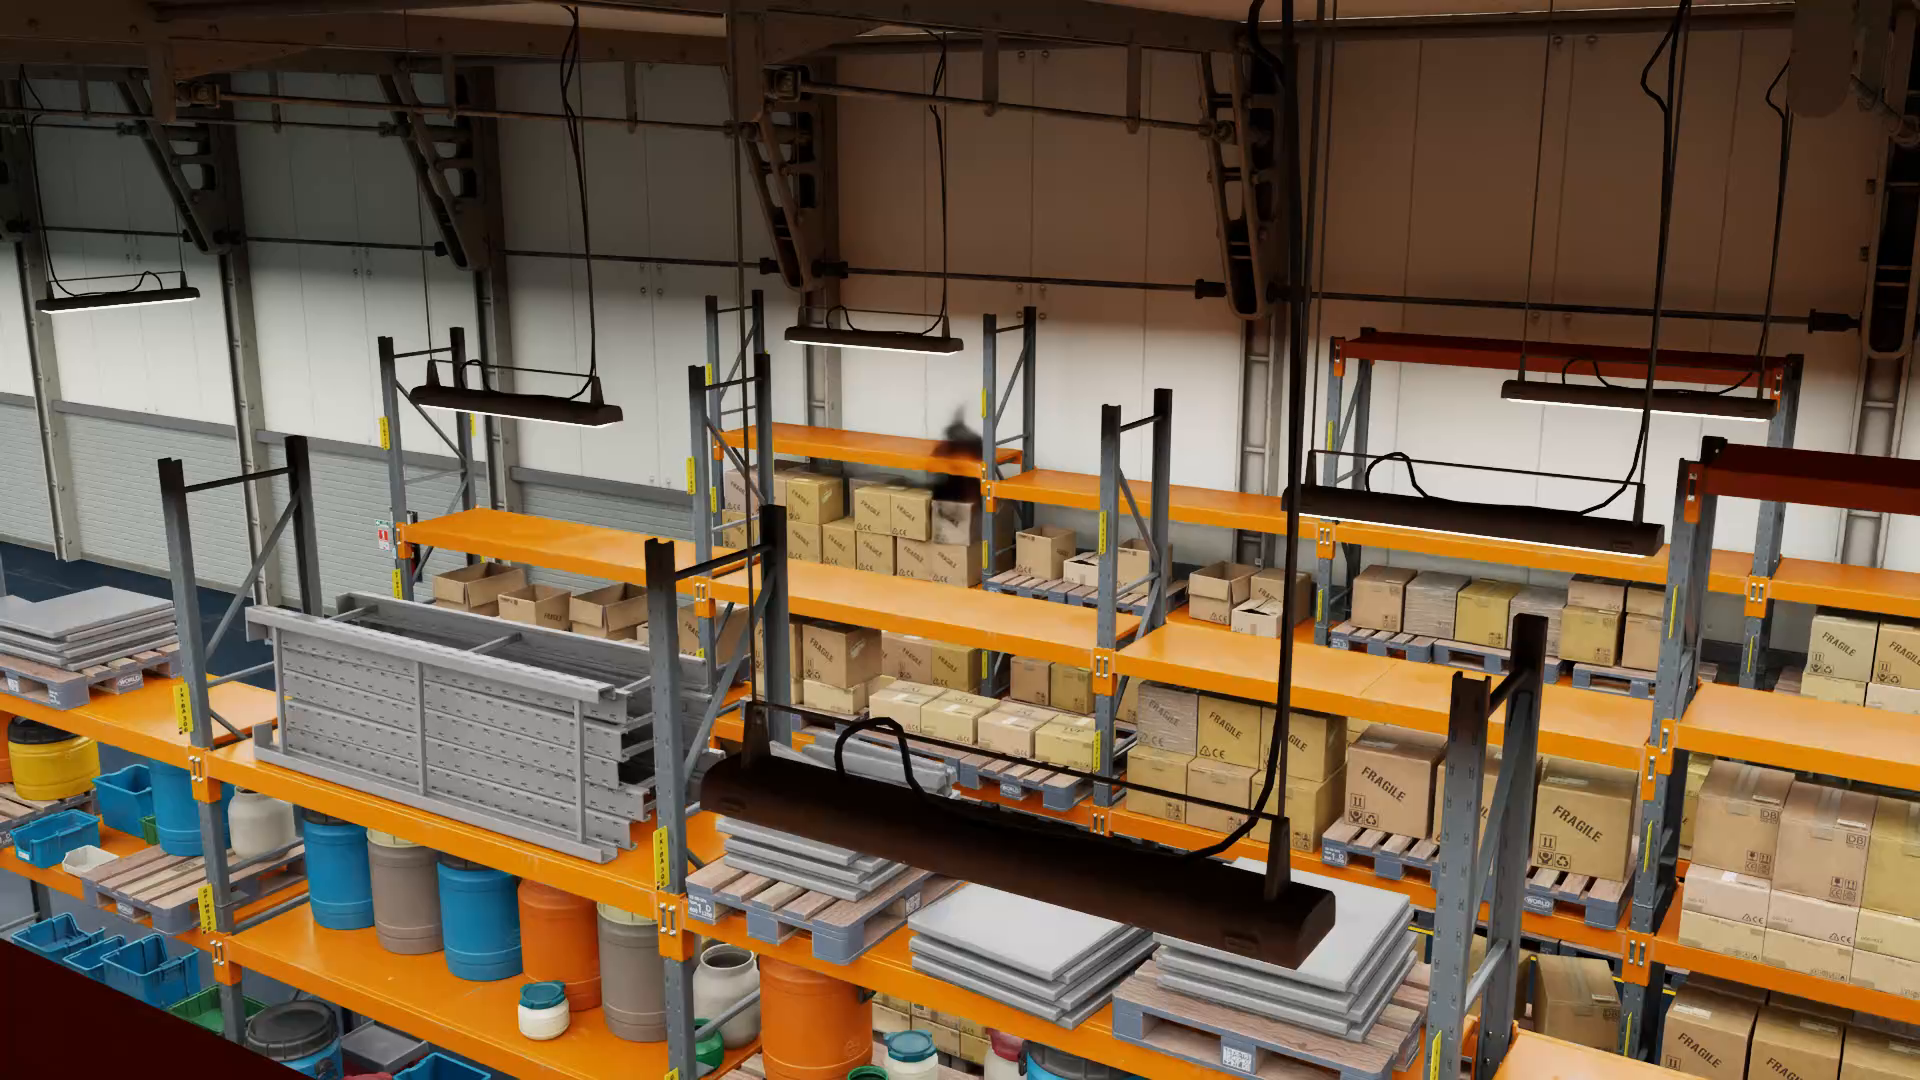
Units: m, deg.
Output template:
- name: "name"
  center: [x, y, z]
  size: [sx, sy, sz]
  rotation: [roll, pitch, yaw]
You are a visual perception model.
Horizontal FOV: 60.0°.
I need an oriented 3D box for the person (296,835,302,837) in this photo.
- name: "person"
  center: [-7.588, 2.872, 18.224]
  size: [0.780, 1.638, 0.595]
  rotation: [-9, 16, -32]
